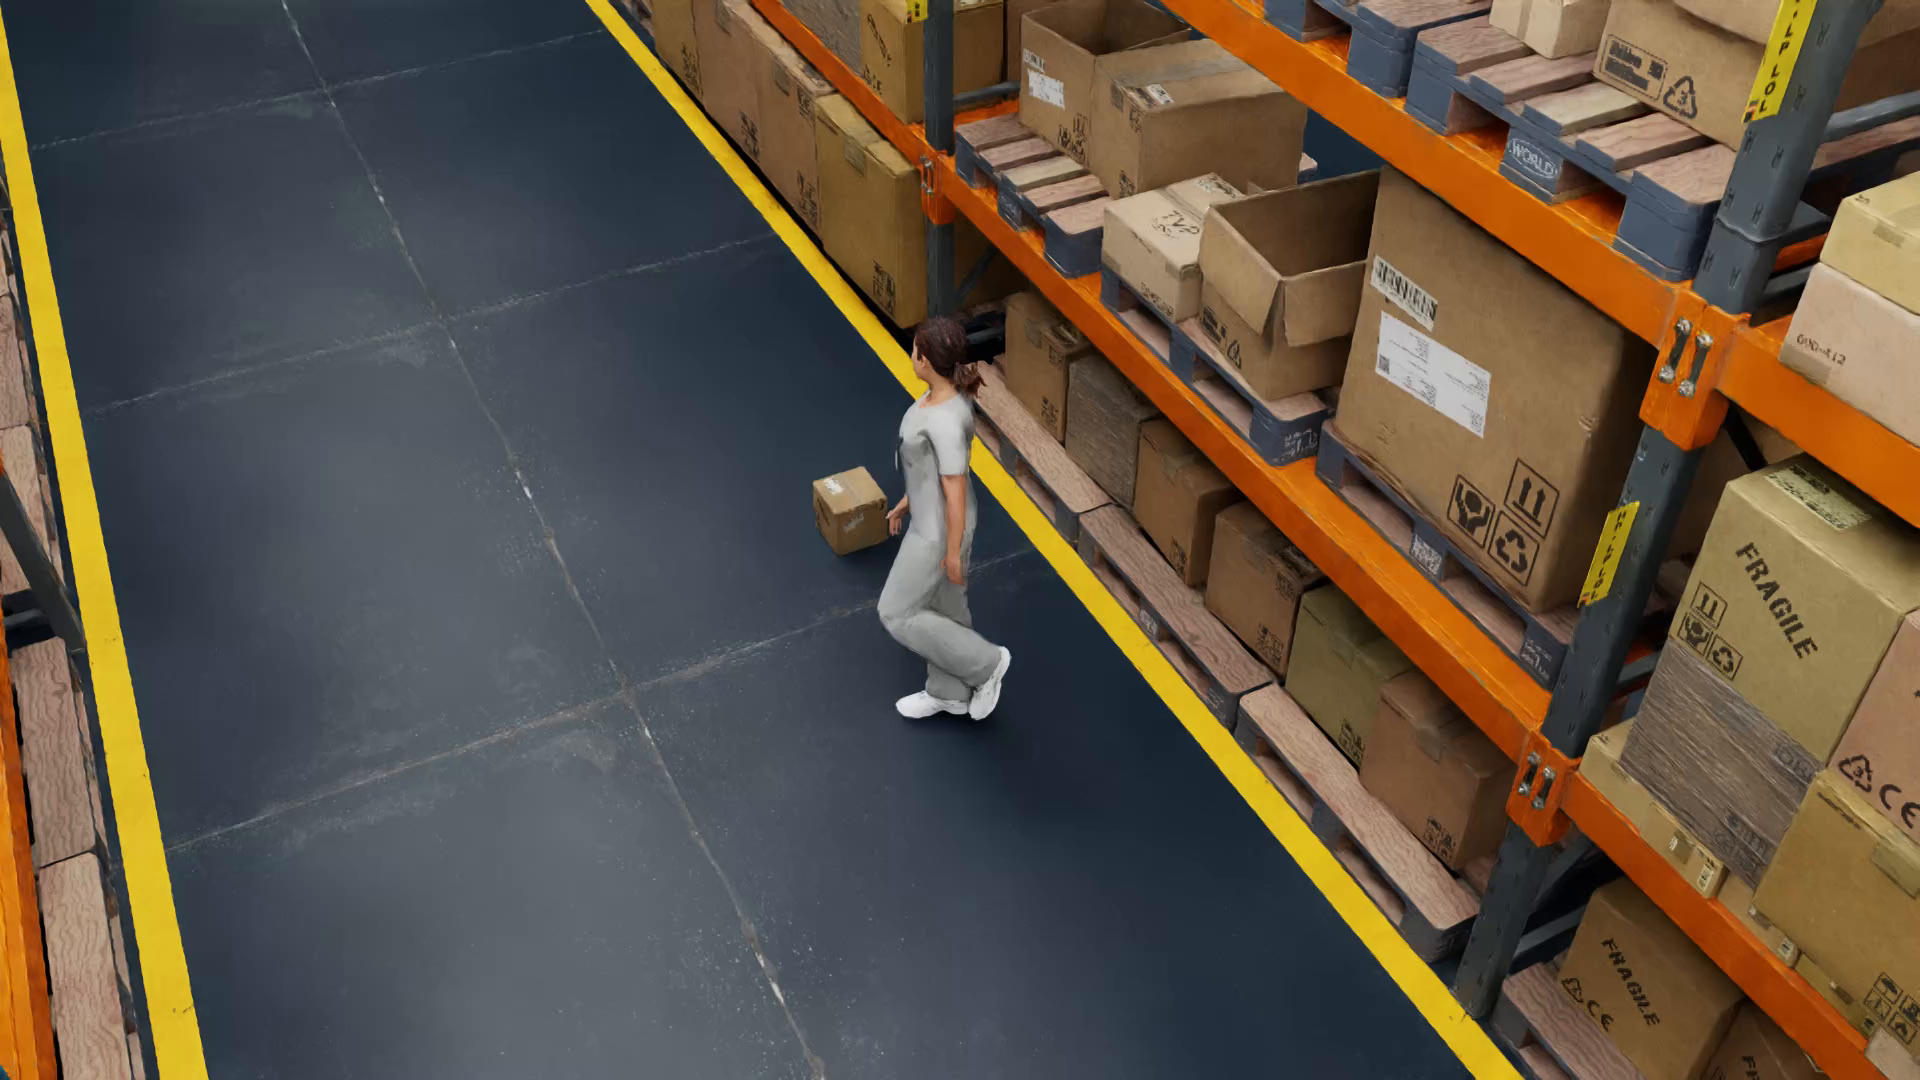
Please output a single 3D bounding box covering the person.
[{"bbox_3d":[-0.051,0.039,6.297,0.506,1.389,0.603,1,41,2],"label":"person"}]
